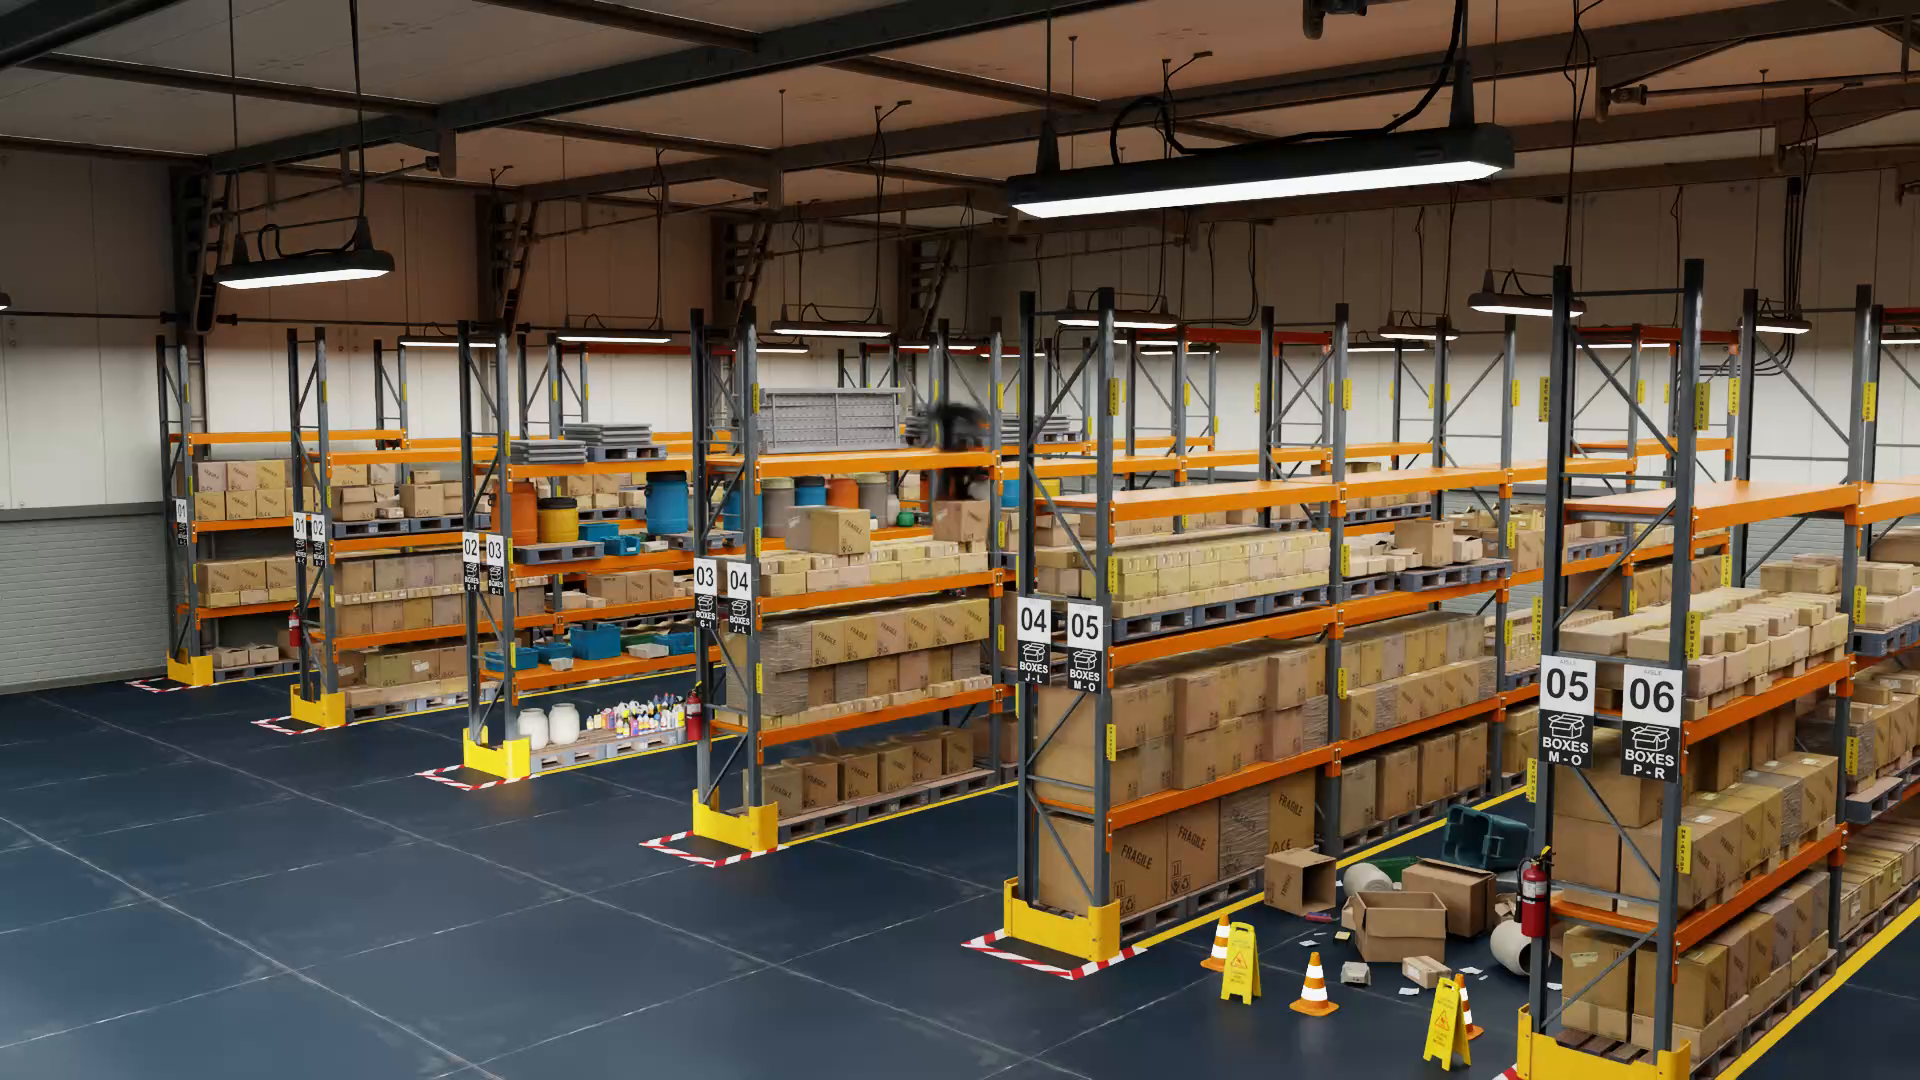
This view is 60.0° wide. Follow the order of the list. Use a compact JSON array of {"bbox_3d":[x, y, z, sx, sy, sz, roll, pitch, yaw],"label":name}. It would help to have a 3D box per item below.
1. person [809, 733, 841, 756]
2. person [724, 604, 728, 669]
[{"bbox_3d":[-1.846,2.251,22.040,0.853,1.789,0.615,-5,7,-43],"label":"person"},{"bbox_3d":[-3.672,1.723,27.644,0.720,1.712,0.705,3,6,29],"label":"person"}]
